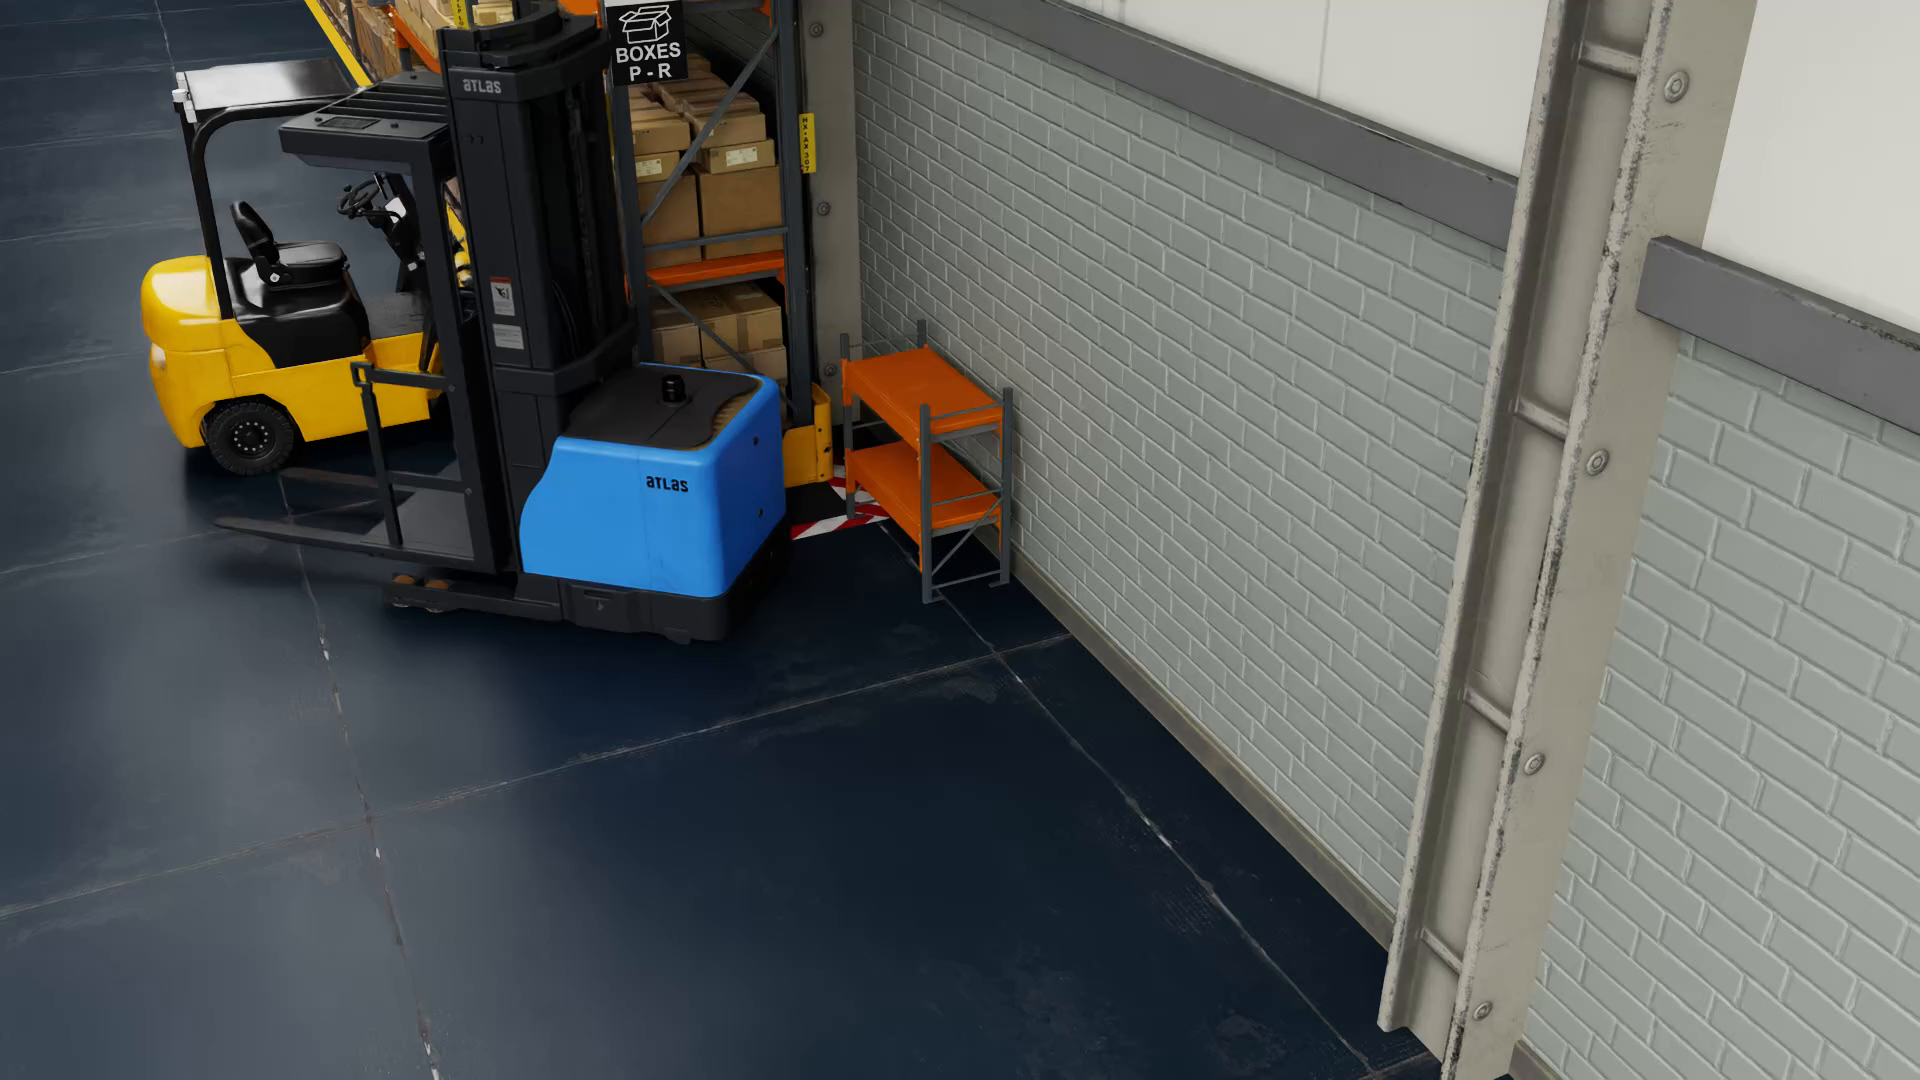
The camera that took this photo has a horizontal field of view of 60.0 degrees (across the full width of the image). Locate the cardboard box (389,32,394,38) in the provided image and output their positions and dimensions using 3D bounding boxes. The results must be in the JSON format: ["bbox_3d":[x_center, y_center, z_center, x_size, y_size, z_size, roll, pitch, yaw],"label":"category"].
[{"bbox_3d":[-5.436,-4.953,16.480,0.380,0.149,0.250,-14,32,-24],"label":"cardboard box"}]

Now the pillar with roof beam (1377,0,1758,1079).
[{"bbox_3d":[-2.140,-1.198,2.186,9.100,9.000,0.400,-13,32,-22],"label":"pillar with roof beam"}]

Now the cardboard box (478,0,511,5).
[{"bbox_3d":[-3.534,-3.947,12.456,0.380,0.149,0.250,-14,32,-23],"label":"cardboard box"}]

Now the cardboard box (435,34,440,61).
[{"bbox_3d":[-3.919,-3.955,13.389,0.500,0.250,0.500,-13,32,-22],"label":"cardboard box"}]

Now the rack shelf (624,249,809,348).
[{"bbox_3d":[-2.201,-2.209,10.857,1.077,0.370,4.000,-13,32,-22],"label":"rack shelf"}]

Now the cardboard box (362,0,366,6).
[{"bbox_3d":[-6.392,-5.995,18.338,0.380,0.149,0.250,-14,32,-23],"label":"cardboard box"}]

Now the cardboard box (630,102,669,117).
[{"bbox_3d":[-1.821,-2.312,9.236,0.380,0.149,0.250,-13,32,-22],"label":"cardboard box"}]

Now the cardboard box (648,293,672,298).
[{"bbox_3d":[-2.046,-1.421,10.077,0.500,0.250,0.500,-12,32,-21],"label":"cardboard box"}]

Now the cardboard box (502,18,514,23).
[{"bbox_3d":[-2.879,-3.452,11.269,0.380,0.149,0.250,-14,32,-23],"label":"cardboard box"}]

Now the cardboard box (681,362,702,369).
[{"bbox_3d":[-1.834,-0.990,9.820,0.500,0.250,0.500,-14,32,-23],"label":"cardboard box"}]

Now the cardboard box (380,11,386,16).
[{"bbox_3d":[-5.821,-5.424,17.320,0.380,0.149,0.250,-13,32,-22],"label":"cardboard box"}]

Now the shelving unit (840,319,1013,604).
[{"bbox_3d":[-0.191,-0.440,8.884,0.538,1.125,1.048,-14,32,-23],"label":"shelving unit"}]

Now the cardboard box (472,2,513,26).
[{"bbox_3d":[-3.191,-3.659,11.639,0.380,0.149,0.250,-12,32,-21],"label":"cardboard box"}]

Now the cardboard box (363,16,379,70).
[{"bbox_3d":[-6.042,-5.317,17.792,0.500,0.500,0.500,-14,32,-23],"label":"cardboard box"}]

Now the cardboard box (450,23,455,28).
[{"bbox_3d":[-3.501,-3.722,12.462,0.500,0.250,0.500,-14,32,-23],"label":"cardboard box"}]

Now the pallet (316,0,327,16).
[{"bbox_3d":[-7.836,-7.105,21.705,1.003,0.211,1.213,-13,32,-22],"label":"pallet"}]

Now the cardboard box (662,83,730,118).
[{"bbox_3d":[-1.502,-2.525,9.616,0.380,0.149,0.250,-12,32,-21],"label":"cardboard box"}]

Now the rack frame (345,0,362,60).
[{"bbox_3d":[-6.494,-6.940,18.559,1.000,3.000,0.127,-13,32,-22],"label":"rack frame"}]

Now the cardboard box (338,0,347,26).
[{"bbox_3d":[-7.152,-6.272,19.735,0.396,0.266,0.258,-12,31,-20],"label":"cardboard box"}]

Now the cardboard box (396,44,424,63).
[{"bbox_3d":[-5.218,-4.714,16.052,0.380,0.149,0.250,-15,32,-24],"label":"cardboard box"}]

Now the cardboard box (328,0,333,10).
[{"bbox_3d":[-7.566,-6.869,20.559,0.500,0.500,0.500,-12,32,-21],"label":"cardboard box"}]

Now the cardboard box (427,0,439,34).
[{"bbox_3d":[-3.943,-4.174,13.270,0.500,0.250,0.500,-12,32,-21],"label":"cardboard box"}]

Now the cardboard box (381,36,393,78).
[{"bbox_3d":[-5.585,-4.861,16.979,0.500,0.500,0.500,-12,31,-20],"label":"cardboard box"}]

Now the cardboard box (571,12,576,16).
[{"bbox_3d":[-2.454,-3.551,11.446,0.380,0.149,0.250,-13,32,-22],"label":"cardboard box"}]

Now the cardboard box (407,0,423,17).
[{"bbox_3d":[-4.385,-4.622,14.067,0.500,0.250,0.500,-14,32,-23],"label":"cardboard box"}]

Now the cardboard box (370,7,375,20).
[{"bbox_3d":[-6.068,-5.648,17.718,0.380,0.149,0.250,-13,32,-22],"label":"cardboard box"}]

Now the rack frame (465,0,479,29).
[{"bbox_3d":[-3.060,-3.406,12.257,1.000,3.000,0.127,-13,32,-22],"label":"rack frame"}]

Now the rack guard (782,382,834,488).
[{"bbox_3d":[-1.332,-0.538,9.698,1.175,0.500,0.348,-13,32,-22],"label":"rack guard"}]

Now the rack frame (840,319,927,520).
[{"bbox_3d":[-0.415,-0.663,9.282,0.500,1.125,0.032,-14,32,-23],"label":"rack frame"}]

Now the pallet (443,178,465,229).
[{"bbox_3d":[-3.939,-3.046,14.467,1.003,0.211,1.213,-13,32,-22],"label":"pallet"}]

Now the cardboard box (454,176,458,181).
[{"bbox_3d":[-3.945,-3.457,14.347,0.875,0.625,0.625,-14,32,-24],"label":"cardboard box"}]

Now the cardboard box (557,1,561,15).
[{"bbox_3d":[-2.650,-3.785,11.863,0.380,0.149,0.250,-13,32,-22],"label":"cardboard box"}]

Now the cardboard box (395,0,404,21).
[{"bbox_3d":[-4.807,-4.860,15.004,0.500,0.250,0.500,-13,32,-22],"label":"cardboard box"}]

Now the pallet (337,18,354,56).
[{"bbox_3d":[-6.788,-6.027,19.782,1.003,0.211,1.213,-13,32,-22],"label":"pallet"}]

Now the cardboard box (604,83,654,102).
[{"bbox_3d":[-1.997,-2.547,9.656,0.380,0.149,0.250,-13,32,-22],"label":"cardboard box"}]

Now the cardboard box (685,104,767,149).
[{"bbox_3d":[-1.294,-2.288,9.195,0.380,0.149,0.250,-14,32,-23],"label":"cardboard box"}]

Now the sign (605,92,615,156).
[{"bbox_3d":[-1.838,-2.139,8.572,0.100,0.325,0.005,-13,32,-22],"label":"sign"}]

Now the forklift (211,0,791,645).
[{"bbox_3d":[-2.488,-1.143,8.292,3.031,2.935,1.130,7,30,13],"label":"forklift"}]

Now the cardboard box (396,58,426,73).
[{"bbox_3d":[-5.153,-4.407,16.169,0.500,0.500,0.500,-12,31,-21],"label":"cardboard box"}]

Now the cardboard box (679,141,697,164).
[{"bbox_3d":[-1.417,-2.265,9.458,0.380,0.149,0.250,-13,32,-22],"label":"cardboard box"}]

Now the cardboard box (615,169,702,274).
[{"bbox_3d":[-1.791,-1.845,9.371,0.500,0.500,0.500,-14,32,-23],"label":"cardboard box"}]

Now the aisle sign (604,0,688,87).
[{"bbox_3d":[-1.579,-2.682,8.308,0.394,0.787,0.004,-13,32,-22],"label":"aisle sign"}]

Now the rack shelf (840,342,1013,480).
[{"bbox_3d":[-0.191,-0.695,8.741,0.538,0.278,1.000,-14,32,-23],"label":"rack shelf"}]

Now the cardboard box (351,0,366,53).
[{"bbox_3d":[-6.490,-5.772,18.602,0.500,0.500,0.500,-12,31,-20],"label":"cardboard box"}]

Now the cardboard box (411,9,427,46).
[{"bbox_3d":[-4.368,-4.411,14.202,0.500,0.250,0.500,-14,32,-24],"label":"cardboard box"}]

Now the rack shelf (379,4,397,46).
[{"bbox_3d":[-5.635,-5.742,17.159,1.077,0.370,4.000,-13,32,-22],"label":"rack shelf"}]

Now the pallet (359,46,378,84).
[{"bbox_3d":[-6.111,-5.372,18.614,1.003,0.211,1.213,-13,32,-22],"label":"pallet"}]

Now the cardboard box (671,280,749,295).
[{"bbox_3d":[-1.596,-1.531,10.273,0.500,0.250,0.500,-13,32,-22],"label":"cardboard box"}]

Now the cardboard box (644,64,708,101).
[{"bbox_3d":[-1.730,-2.748,10.015,0.380,0.149,0.250,-12,31,-20],"label":"cardboard box"}]

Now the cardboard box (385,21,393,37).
[{"bbox_3d":[-5.616,-5.189,16.901,0.380,0.149,0.250,-14,32,-23],"label":"cardboard box"}]
